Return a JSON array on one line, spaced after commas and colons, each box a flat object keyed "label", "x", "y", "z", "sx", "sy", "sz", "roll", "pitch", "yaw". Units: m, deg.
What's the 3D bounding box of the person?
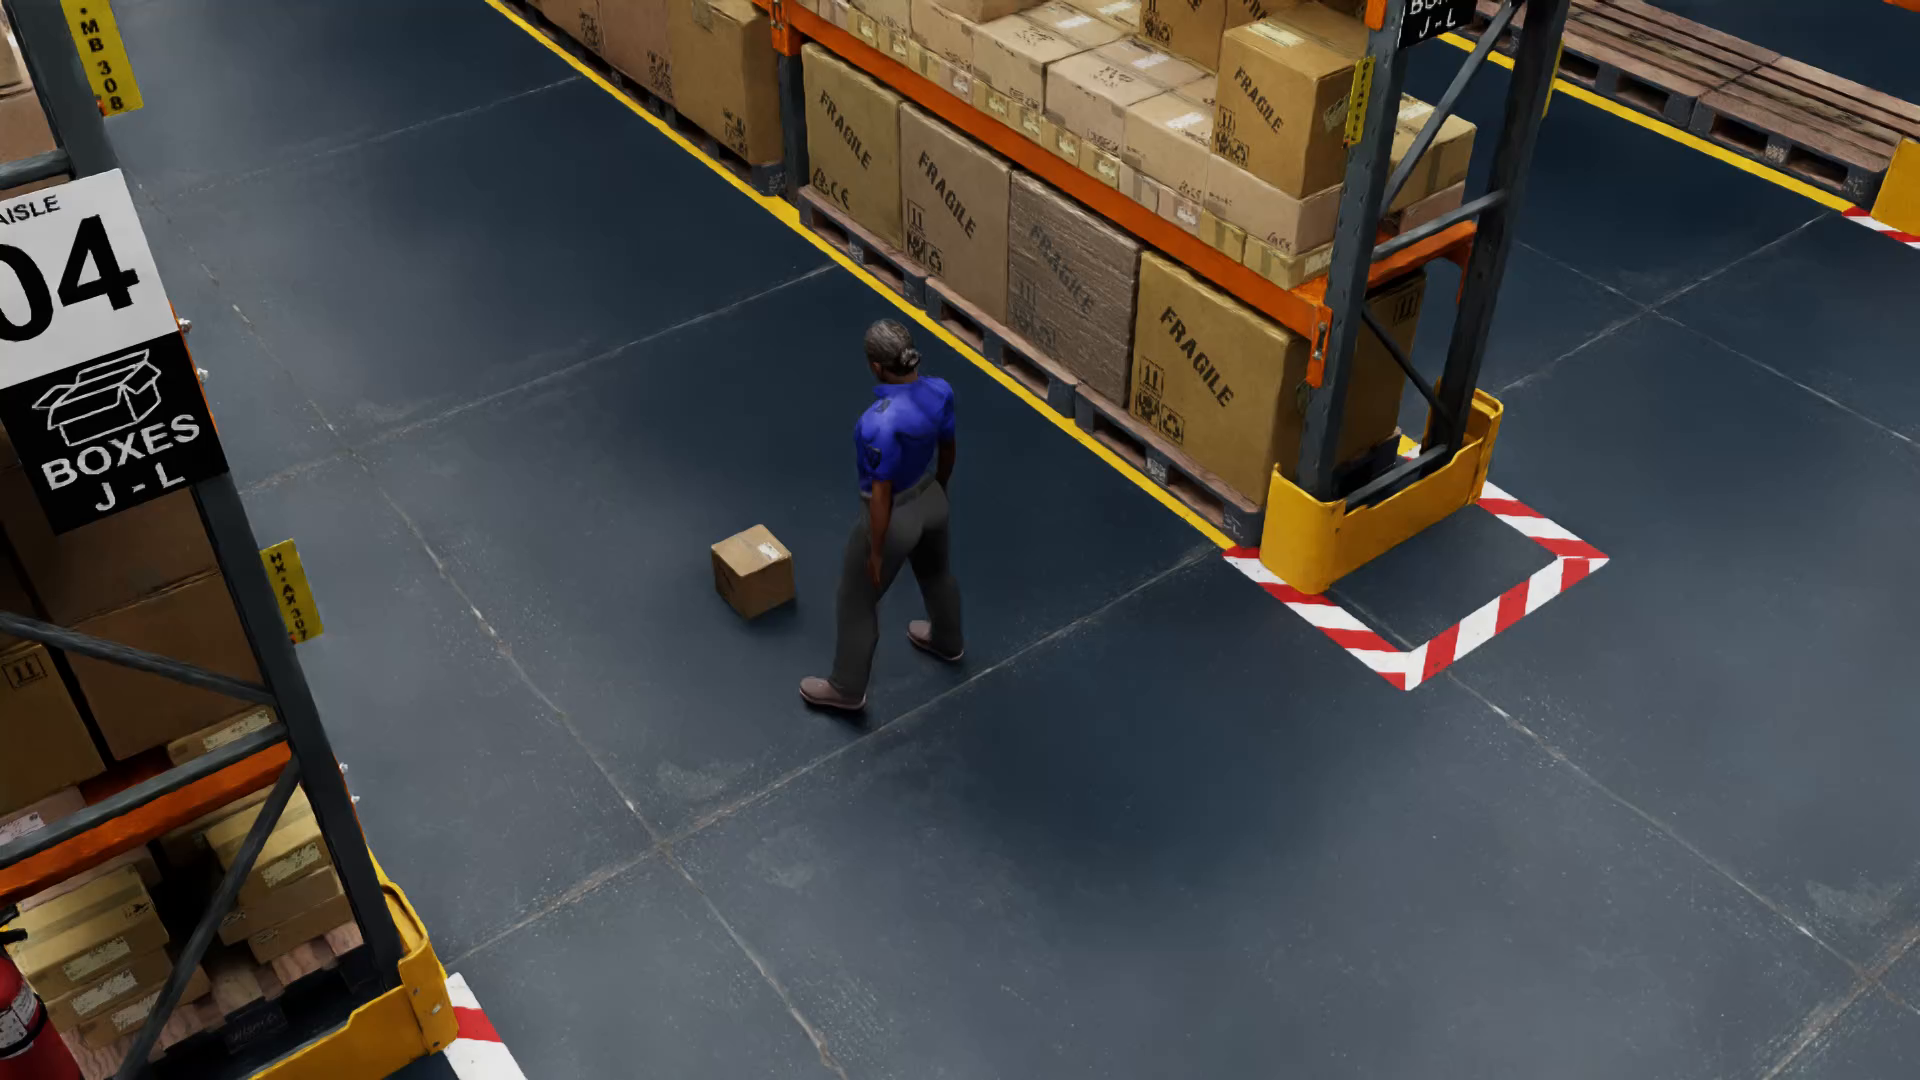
[{"label": "person", "x": -0.305, "y": -0.081, "z": 6.235, "sx": 0.426, "sy": 1.647, "sz": 0.649, "roll": 27, "pitch": 47, "yaw": 28}]
